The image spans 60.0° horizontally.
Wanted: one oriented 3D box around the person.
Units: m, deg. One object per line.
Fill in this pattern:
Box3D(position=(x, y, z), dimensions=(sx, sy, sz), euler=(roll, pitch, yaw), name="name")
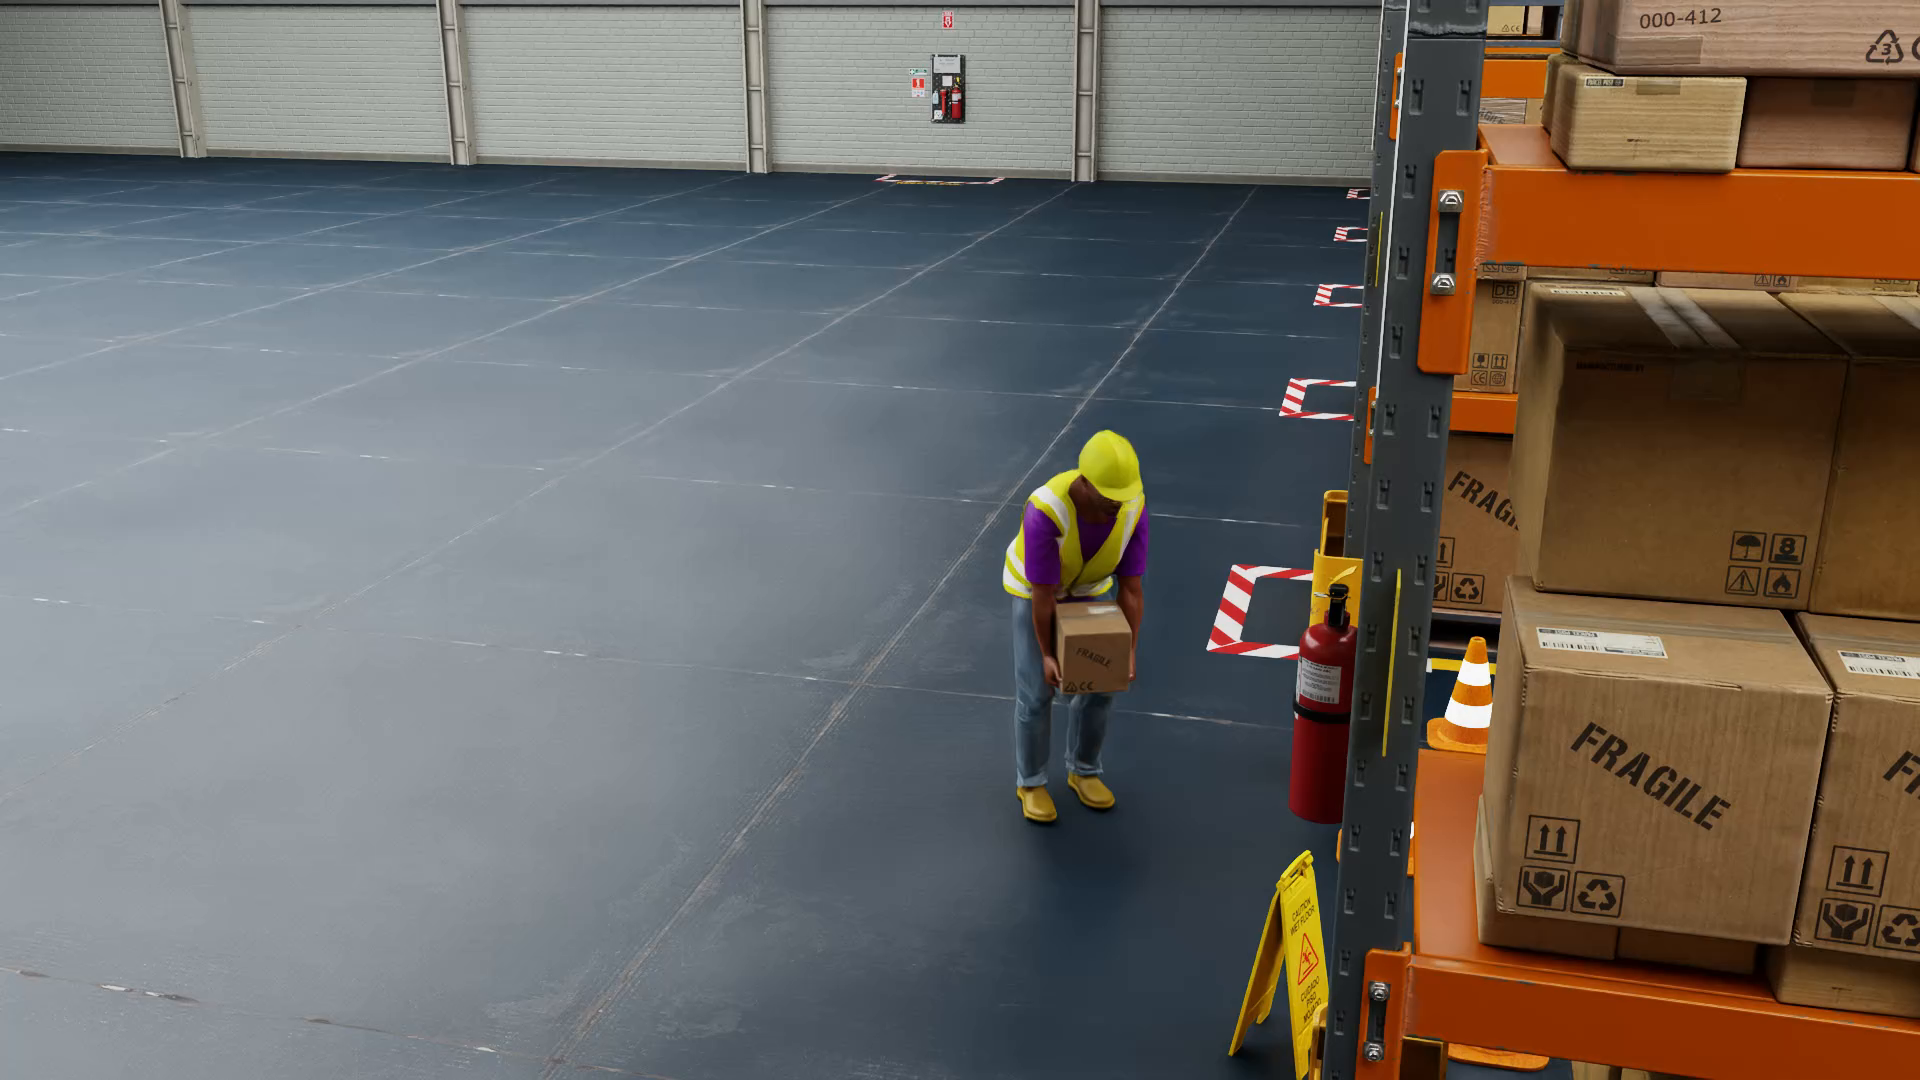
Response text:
Box3D(position=(0.458, 0.318, 6.300), dimensions=(0.480, 1.608, 0.749), euler=(-5, 19, -16), name="person")
